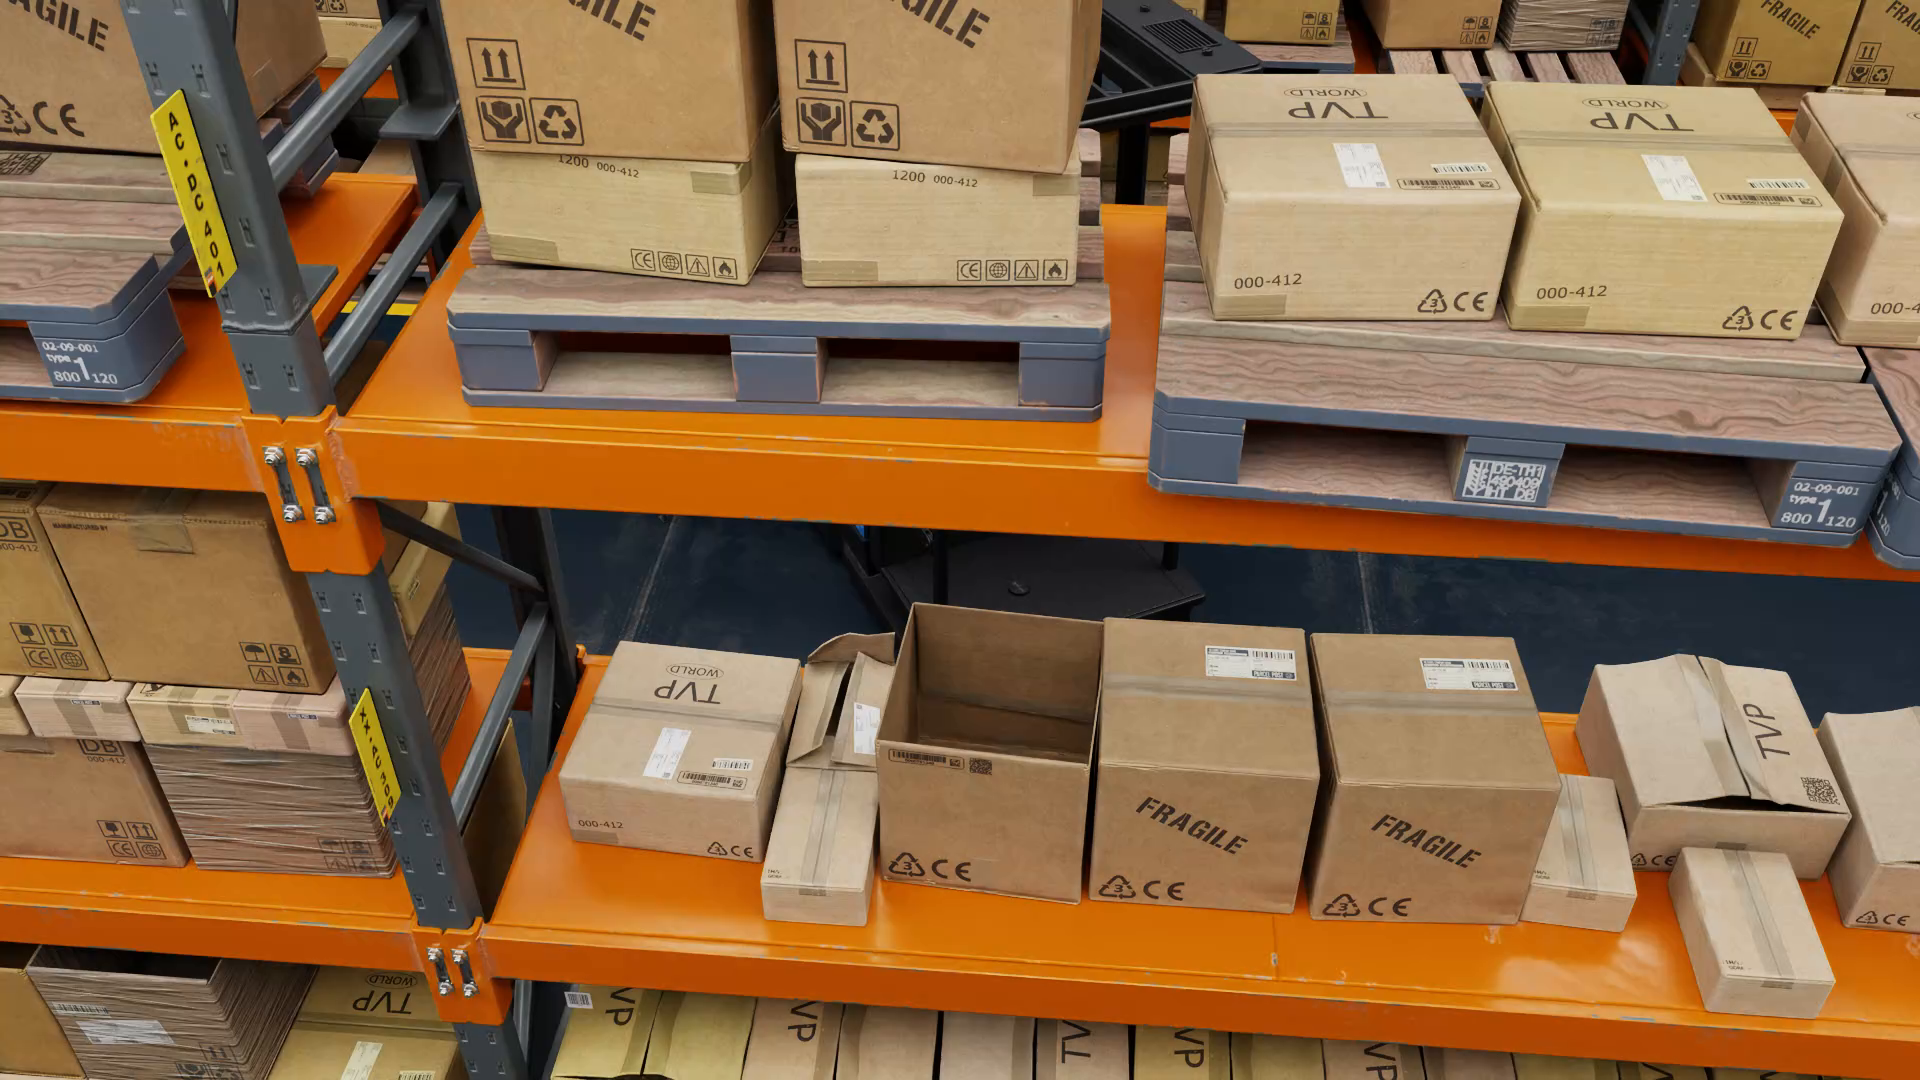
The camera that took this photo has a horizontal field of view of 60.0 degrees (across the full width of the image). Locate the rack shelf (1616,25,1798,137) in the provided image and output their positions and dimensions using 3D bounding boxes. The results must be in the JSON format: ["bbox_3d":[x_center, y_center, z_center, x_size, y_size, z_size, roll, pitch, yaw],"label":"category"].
[{"bbox_3d":[5.200,-2.025,7.932,4.000,0.370,1.077,3,39,4],"label":"rack shelf"}]

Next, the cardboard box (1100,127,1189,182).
[{"bbox_3d":[0.915,-2.046,8.425,0.500,0.250,0.500,2,39,3],"label":"cardboard box"}]

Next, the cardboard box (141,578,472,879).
[{"bbox_3d":[-1.644,0.425,4.272,0.500,0.500,0.700,2,39,3],"label":"cardboard box"}]

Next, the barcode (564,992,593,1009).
[{"bbox_3d":[-0.983,1.187,4.287,0.075,0.075,0.001,3,39,4],"label":"barcode"}]

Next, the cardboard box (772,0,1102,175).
[{"bbox_3d":[-0.021,-1.000,2.918,0.500,0.500,0.500,7,40,8],"label":"cardboard box"}]

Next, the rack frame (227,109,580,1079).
[{"bbox_3d":[-1.201,0.484,4.279,0.127,3.000,1.000,3,39,4],"label":"rack frame"}]

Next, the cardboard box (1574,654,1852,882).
[{"bbox_3d":[1.910,0.566,4.249,0.500,0.311,0.500,3,39,3],"label":"cardboard box"}]

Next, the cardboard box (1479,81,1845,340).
[{"bbox_3d":[1.234,-0.611,3.034,0.500,0.250,0.500,2,39,3],"label":"cardboard box"}]

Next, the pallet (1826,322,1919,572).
[{"bbox_3d":[2.100,-0.369,3.100,1.003,0.211,1.213,5,39,6],"label":"pallet"}]

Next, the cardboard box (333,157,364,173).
[{"bbox_3d":[-3.513,-1.852,8.930,0.500,0.311,0.500,6,40,8],"label":"cardboard box"}]

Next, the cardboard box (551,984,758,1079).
[{"bbox_3d":[-0.811,1.350,4.617,0.500,0.311,0.500,3,39,4],"label":"cardboard box"}]

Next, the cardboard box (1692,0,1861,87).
[{"bbox_3d":[3.670,-2.388,7.477,0.500,0.500,0.500,4,39,5],"label":"cardboard box"}]

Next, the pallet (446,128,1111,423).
[{"bbox_3d":[-0.321,-0.565,3.343,1.217,0.209,0.805,2,39,2],"label":"pallet"}]

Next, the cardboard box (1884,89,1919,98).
[{"bbox_3d":[4.285,-2.137,7.683,0.250,0.149,0.380,3,39,3],"label":"cardboard box"}]

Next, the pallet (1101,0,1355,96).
[{"bbox_3d":[1.232,-2.421,8.000,1.213,0.211,1.003,3,39,4],"label":"pallet"}]

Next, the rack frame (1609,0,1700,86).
[{"bbox_3d":[3.208,-2.413,7.839,0.127,3.000,1.000,3,39,4],"label":"rack frame"}]

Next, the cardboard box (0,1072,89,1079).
[{"bbox_3d":[-2.679,1.449,4.939,0.500,0.250,0.500,3,39,4],"label":"cardboard box"}]

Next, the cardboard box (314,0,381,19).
[{"bbox_3d":[-2.792,-2.789,7.809,0.500,0.500,0.500,4,39,5],"label":"cardboard box"}]

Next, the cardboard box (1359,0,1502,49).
[{"bbox_3d":[2.180,-2.656,7.709,0.500,0.500,0.700,0,39,0],"label":"cardboard box"}]

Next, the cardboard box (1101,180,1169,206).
[{"bbox_3d":[0.981,-1.753,8.659,0.500,0.500,0.700,4,39,4],"label":"cardboard box"}]

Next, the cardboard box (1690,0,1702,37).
[{"bbox_3d":[3.701,-2.715,7.879,0.500,0.500,0.500,3,39,4],"label":"cardboard box"}]

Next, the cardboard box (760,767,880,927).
[{"bbox_3d":[-0.336,0.759,4.141,0.250,0.149,0.380,3,39,4],"label":"cardboard box"}]

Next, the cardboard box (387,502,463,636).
[{"bbox_3d":[-1.452,0.058,4.210,0.250,0.149,0.380,3,39,4],"label":"cardboard box"}]

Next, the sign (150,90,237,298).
[{"bbox_3d":[-1.247,-0.561,2.715,0.005,0.325,0.100,3,39,4],"label":"sign"}]

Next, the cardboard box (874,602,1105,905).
[{"bbox_3d":[0.088,0.526,4.148,0.500,0.500,0.500,6,40,7],"label":"cardboard box"}]

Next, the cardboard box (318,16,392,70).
[{"bbox_3d":[-2.775,-2.493,8.039,0.500,0.250,0.500,3,39,4],"label":"cardboard box"}]

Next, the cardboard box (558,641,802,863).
[{"bbox_3d":[-0.707,0.542,4.327,0.500,0.250,0.500,5,39,7],"label":"cardboard box"}]

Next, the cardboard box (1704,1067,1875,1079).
[{"bbox_3d":[2.241,1.515,4.414,0.500,0.311,0.500,4,39,5],"label":"cardboard box"}]

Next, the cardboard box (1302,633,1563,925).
[{"bbox_3d":[1.111,0.582,4.079,0.500,0.500,0.500,1,39,1],"label":"cardboard box"}]

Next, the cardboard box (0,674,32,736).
[{"bbox_3d":[-2.259,0.273,3.946,0.250,0.149,0.380,3,39,4],"label":"cardboard box"}]

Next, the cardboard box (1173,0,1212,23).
[{"bbox_3d":[0.942,-2.740,7.813,0.500,0.500,0.700,8,40,10],"label":"cardboard box"}]

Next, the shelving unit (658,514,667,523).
[{"bbox_3d":[-1.169,-0.691,7.149,0.503,1.200,0.258,-24,45,-26],"label":"shelving unit"}]

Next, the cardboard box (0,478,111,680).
[{"bbox_3d":[-2.147,-0.104,3.895,0.500,0.500,0.700,3,39,4],"label":"cardboard box"}]

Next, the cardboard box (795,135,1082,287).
[{"bbox_3d":[-0.041,-0.716,3.163,0.500,0.250,0.500,0,39,-1],"label":"cardboard box"}]

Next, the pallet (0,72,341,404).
[{"bbox_3d":[-2.053,-0.675,3.397,1.213,0.211,1.003,3,39,4],"label":"pallet"}]

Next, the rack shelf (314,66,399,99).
[{"bbox_3d":[-2.770,-2.461,8.467,4.000,0.370,1.077,3,39,4],"label":"rack shelf"}]

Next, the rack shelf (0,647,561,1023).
[{"bbox_3d":[-3.194,0.655,4.640,4.000,0.370,1.077,3,39,4],"label":"rack shelf"}]

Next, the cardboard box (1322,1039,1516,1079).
[{"bbox_3d":[1.220,1.461,4.480,0.500,0.311,0.500,3,39,4],"label":"cardboard box"}]

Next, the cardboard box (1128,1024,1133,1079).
[{"bbox_3d":[0.712,1.649,4.693,0.500,0.250,0.500,4,39,5],"label":"cardboard box"}]

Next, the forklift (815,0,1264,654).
[{"bbox_3d":[0.265,-0.776,5.881,1.130,2.935,3.031,-16,42,-19],"label":"forklift"}]

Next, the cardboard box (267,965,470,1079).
[{"bbox_3d":[-1.682,1.500,4.876,0.500,0.250,0.500,3,39,4],"label":"cardboard box"}]

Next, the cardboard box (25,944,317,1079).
[{"bbox_3d":[-2.179,1.175,4.682,0.500,0.500,0.500,3,39,4],"label":"cardboard box"}]

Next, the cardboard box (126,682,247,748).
[{"bbox_3d":[-1.737,0.299,3.913,0.250,0.149,0.380,2,39,3],"label":"cardboard box"}]

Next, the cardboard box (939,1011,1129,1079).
[{"bbox_3d":[0.203,1.408,4.546,0.500,0.311,0.500,2,39,2],"label":"cardboard box"}]

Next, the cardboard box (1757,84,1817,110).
[{"bbox_3d":[3.766,-2.141,7.687,0.250,0.149,0.380,4,39,4],"label":"cardboard box"}]
